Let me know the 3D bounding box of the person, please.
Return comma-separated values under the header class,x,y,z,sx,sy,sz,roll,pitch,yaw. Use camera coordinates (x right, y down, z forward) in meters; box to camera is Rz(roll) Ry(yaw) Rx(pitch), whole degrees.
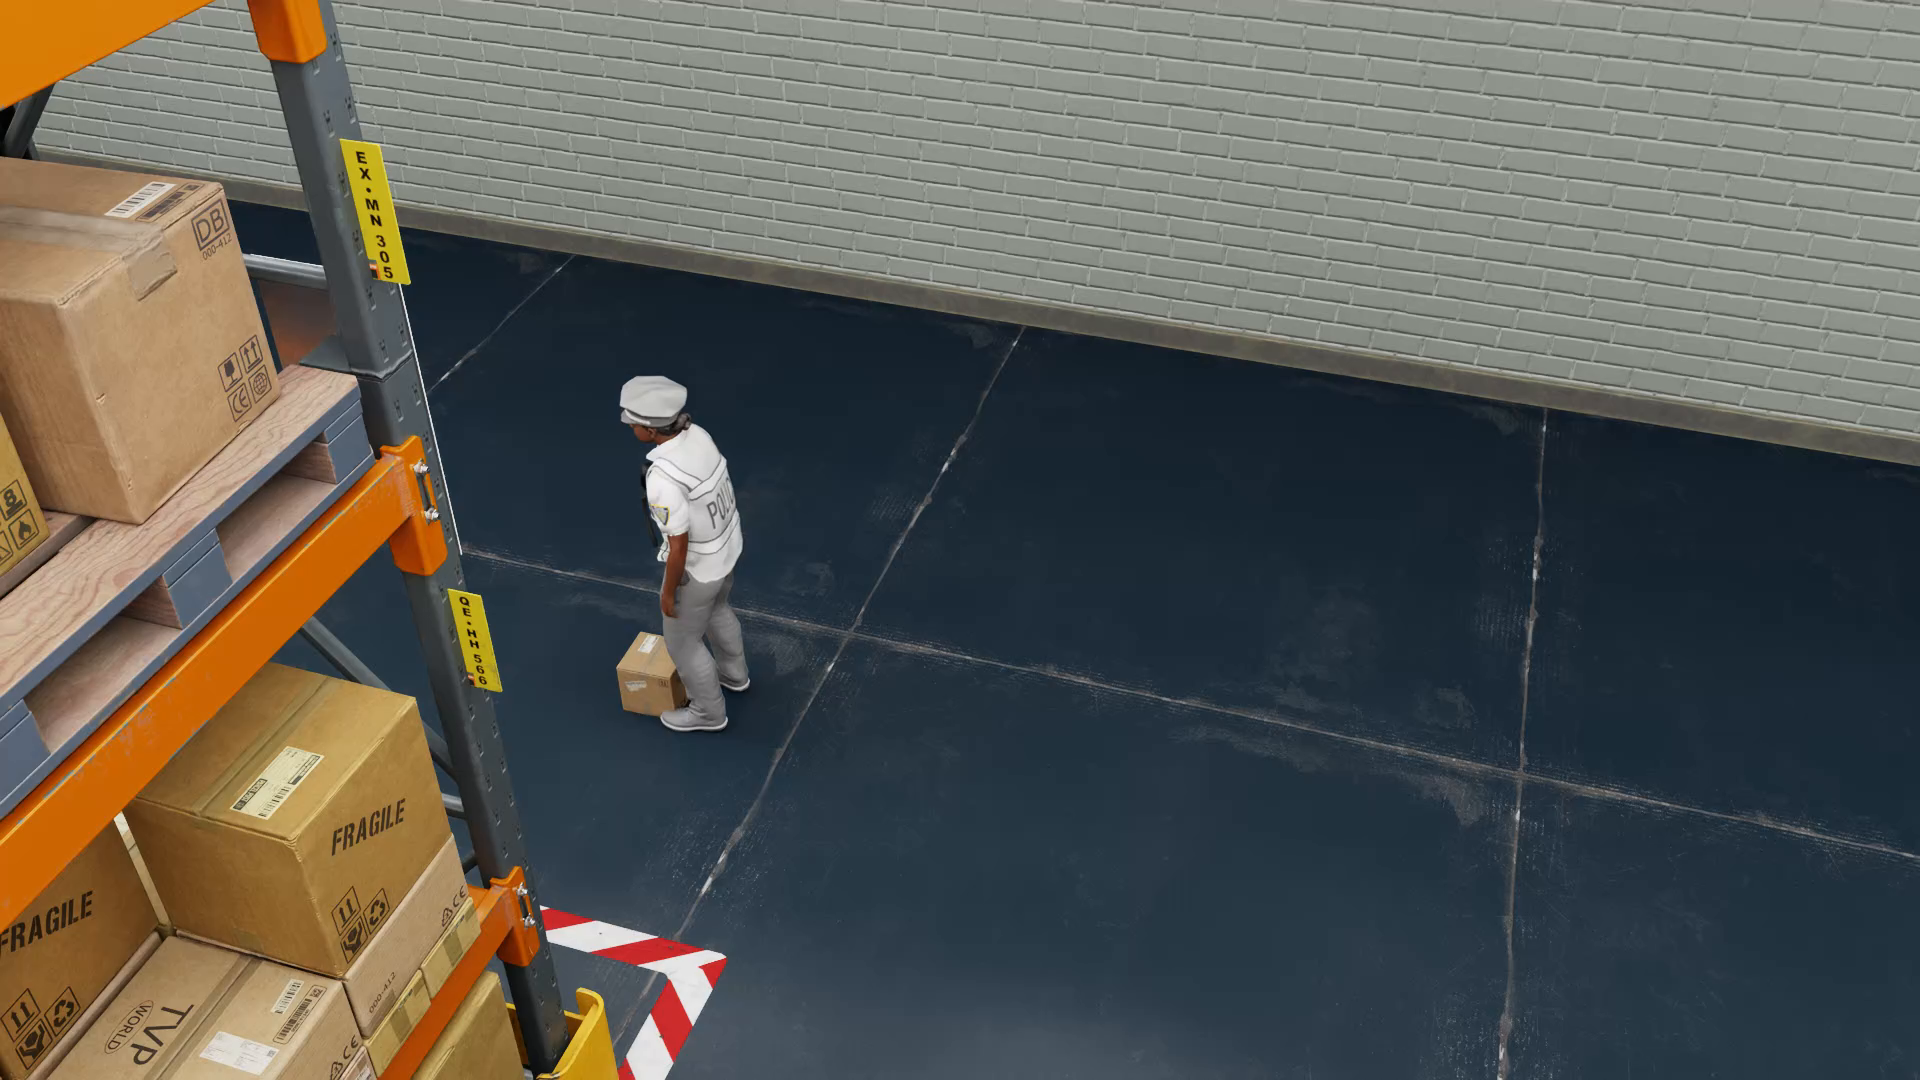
class,x,y,z,sx,sy,sz,roll,pitch,yaw
person,-1.094,0.073,6.793,0.397,1.661,0.531,9,38,11
